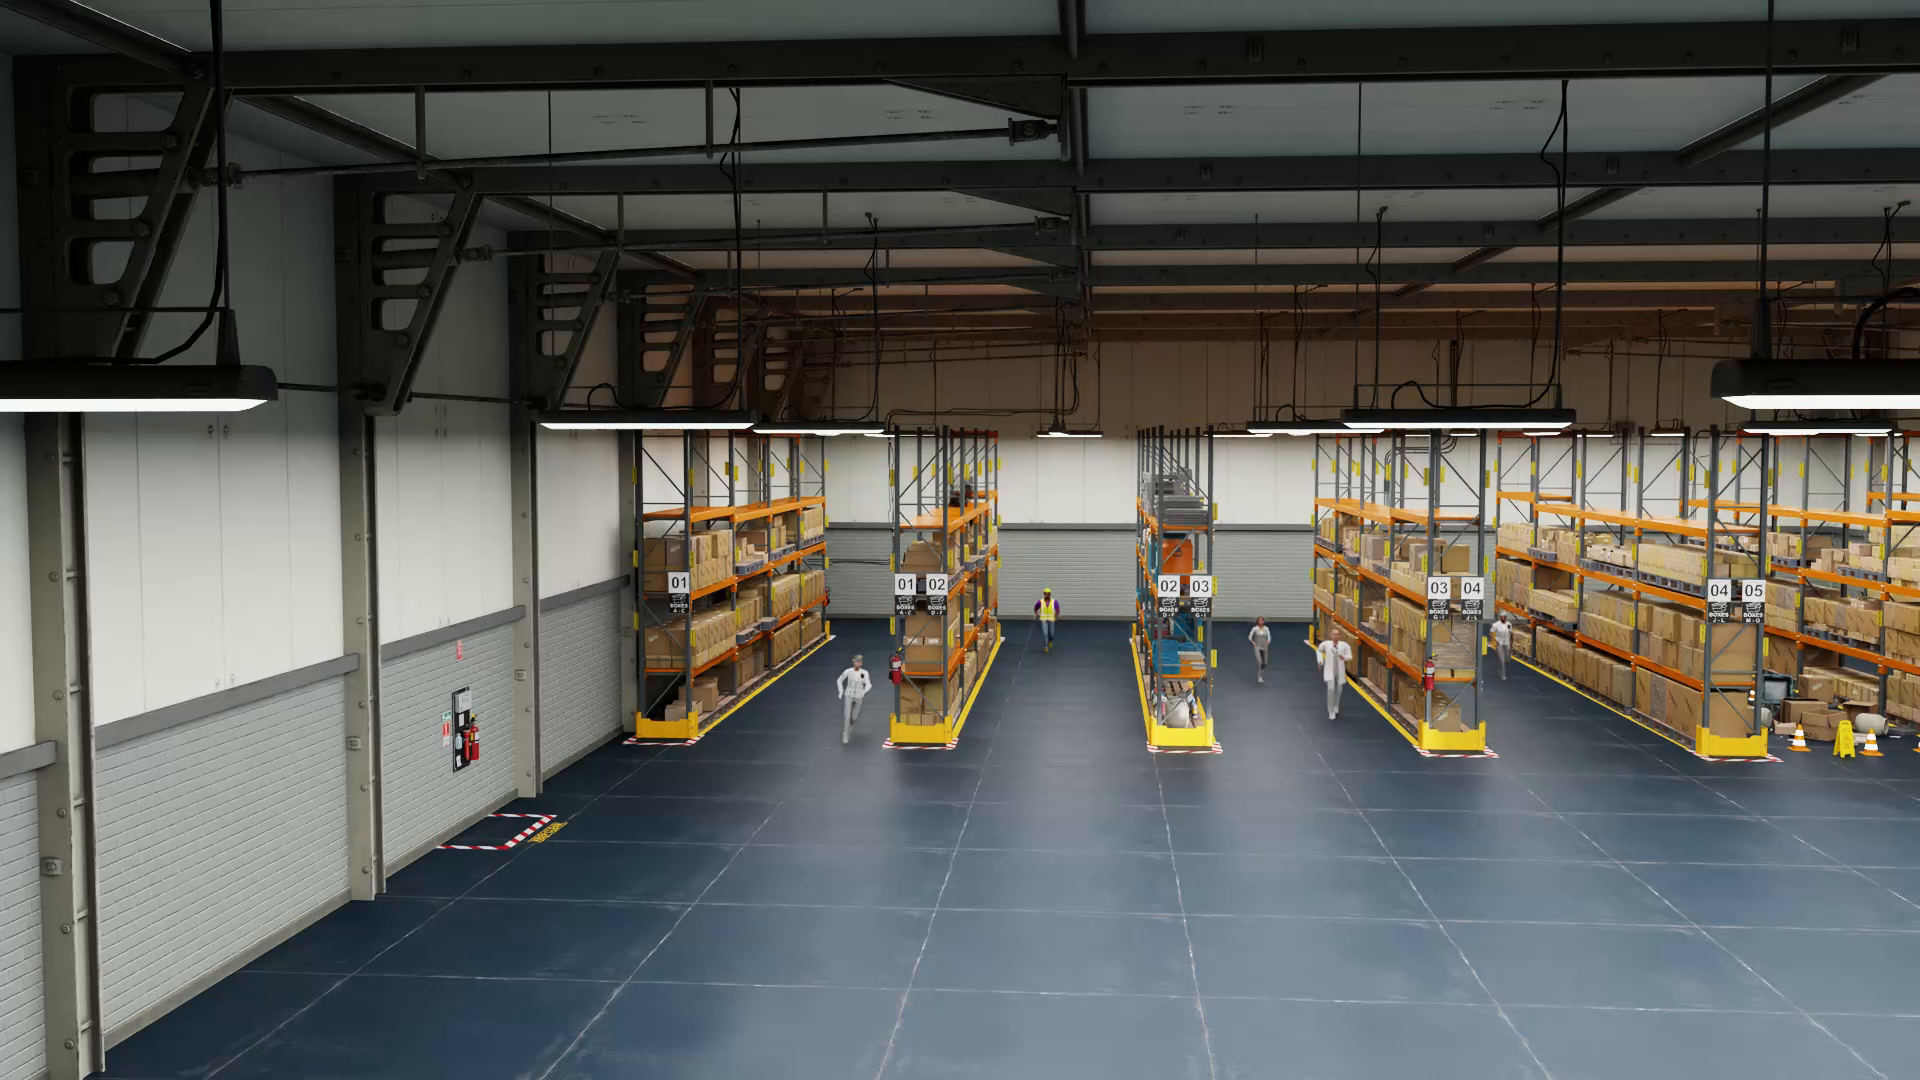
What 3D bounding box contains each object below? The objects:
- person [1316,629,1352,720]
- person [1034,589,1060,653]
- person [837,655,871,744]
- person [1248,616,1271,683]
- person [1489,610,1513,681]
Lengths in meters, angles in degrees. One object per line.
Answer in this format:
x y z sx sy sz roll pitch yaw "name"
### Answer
7.752 2.752 34.402 0.682 1.828 0.926 0 3 3 "person"
2.347 2.167 44.869 0.704 1.723 0.694 0 3 -2 "person"
-2.024 3.005 31.748 0.645 1.657 0.748 0 3 -7 "person"
7.101 2.579 39.402 0.537 1.549 0.594 0 3 -2 "person"
12.943 2.503 39.743 0.587 1.672 0.572 0 3 -1 "person"
